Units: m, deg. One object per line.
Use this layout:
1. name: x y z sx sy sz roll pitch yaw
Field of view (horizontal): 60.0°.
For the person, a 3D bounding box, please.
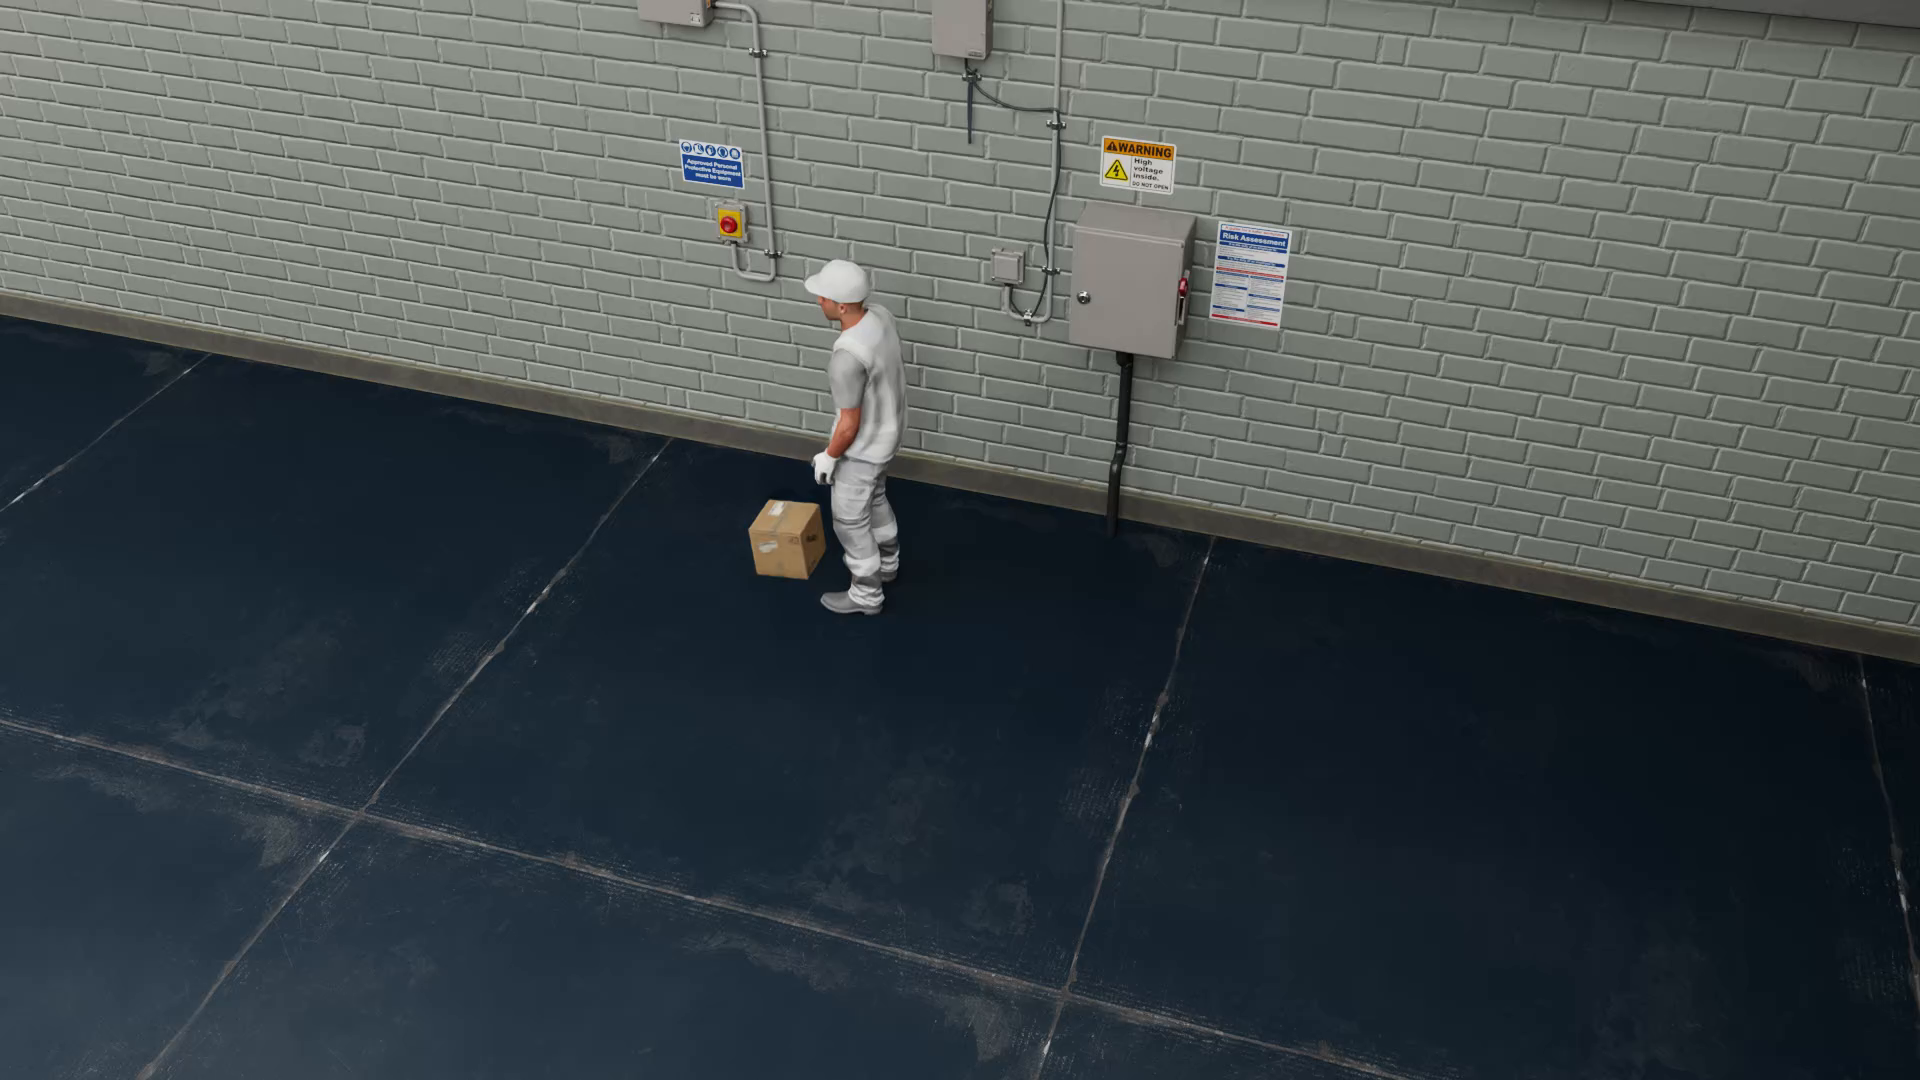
1. person: -0.449 -0.450 7.478 0.416 1.785 0.553 10 38 13
